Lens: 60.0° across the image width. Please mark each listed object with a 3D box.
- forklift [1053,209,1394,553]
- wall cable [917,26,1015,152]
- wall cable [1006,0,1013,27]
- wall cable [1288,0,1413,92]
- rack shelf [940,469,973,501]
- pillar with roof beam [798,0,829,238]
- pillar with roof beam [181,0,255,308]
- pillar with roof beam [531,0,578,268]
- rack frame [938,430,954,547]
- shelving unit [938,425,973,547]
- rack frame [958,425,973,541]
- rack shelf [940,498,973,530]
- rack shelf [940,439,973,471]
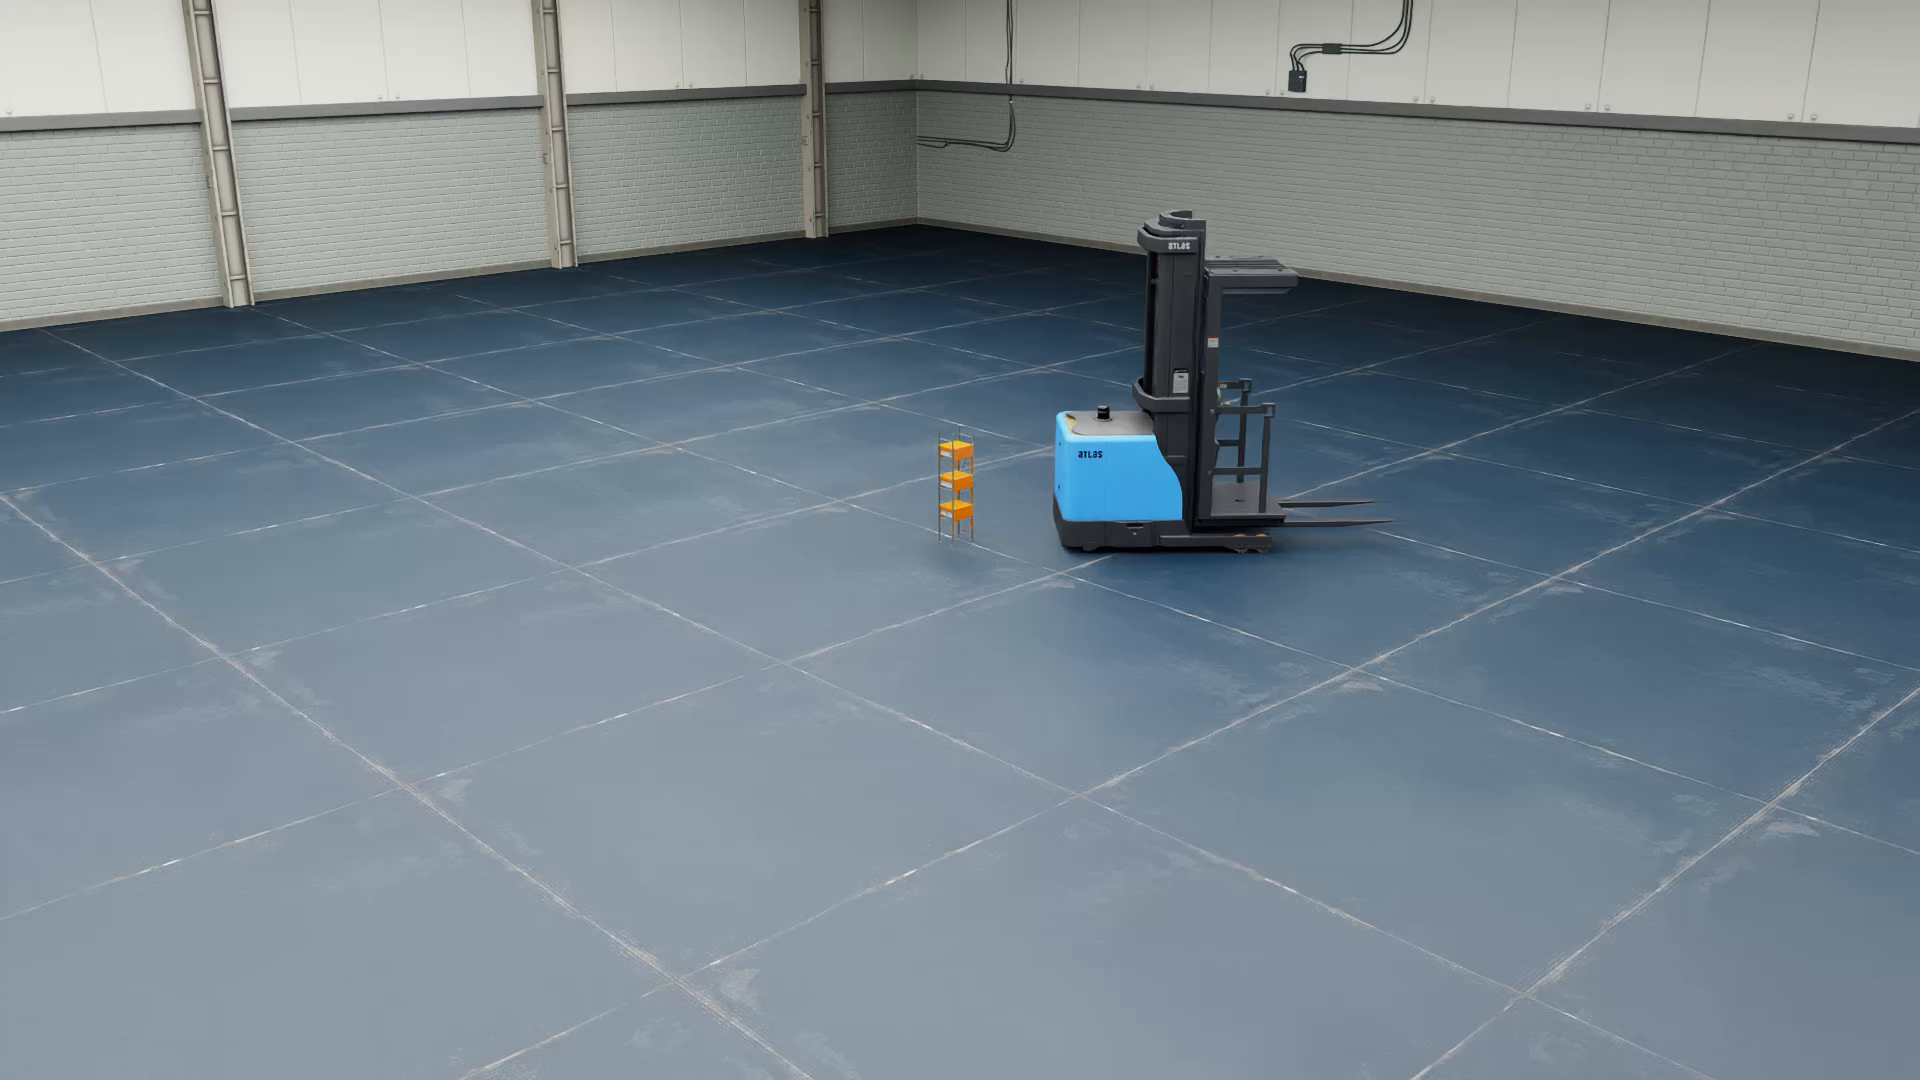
[{"bbox_3d":[2.409,-1.442,14.946,3.031,2.935,1.130,-1,18,-2],"label":"forklift"},{"bbox_3d":[0.045,-9.497,34.986,0.112,2.526,3.097,-16,24,-41],"label":"wall cable"},{"bbox_3d":[1.903,-11.293,32.337,0.112,2.526,3.097,-16,24,-41],"label":"wall cable"},{"bbox_3d":[6.555,-10.461,27.410,0.169,6.003,2.305,-16,24,-41],"label":"wall cable"},{"bbox_3d":[-0.039,-0.478,15.056,0.240,0.259,0.215,-16,24,-41],"label":"rack shelf"},{"bbox_3d":[-0.047,-9.681,30.520,0.400,9.000,9.100,-16,24,-41],"label":"pillar with roof beam"},{"bbox_3d":[-8.766,-7.139,22.677,0.400,9.000,9.100,-16,24,-41],"label":"pillar with roof beam"},{"bbox_3d":[-4.407,-8.410,26.599,0.400,9.000,9.100,-16,24,-41],"label":"pillar with roof beam"},{"bbox_3d":[-0.128,-0.462,14.973,0.008,1.050,0.200,-16,24,-41],"label":"rack frame"},{"bbox_3d":[-0.039,-0.488,15.053,0.252,1.050,0.215,-16,24,-41],"label":"shelving unit"},{"bbox_3d":[0.050,-0.514,15.133,0.008,1.050,0.200,-16,24,-41],"label":"rack frame"},{"bbox_3d":[-0.039,-0.214,15.142,0.240,0.259,0.215,-16,24,-41],"label":"rack shelf"},{"bbox_3d":[-0.039,-0.748,14.969,0.240,0.259,0.215,-16,24,-41],"label":"rack shelf"}]
